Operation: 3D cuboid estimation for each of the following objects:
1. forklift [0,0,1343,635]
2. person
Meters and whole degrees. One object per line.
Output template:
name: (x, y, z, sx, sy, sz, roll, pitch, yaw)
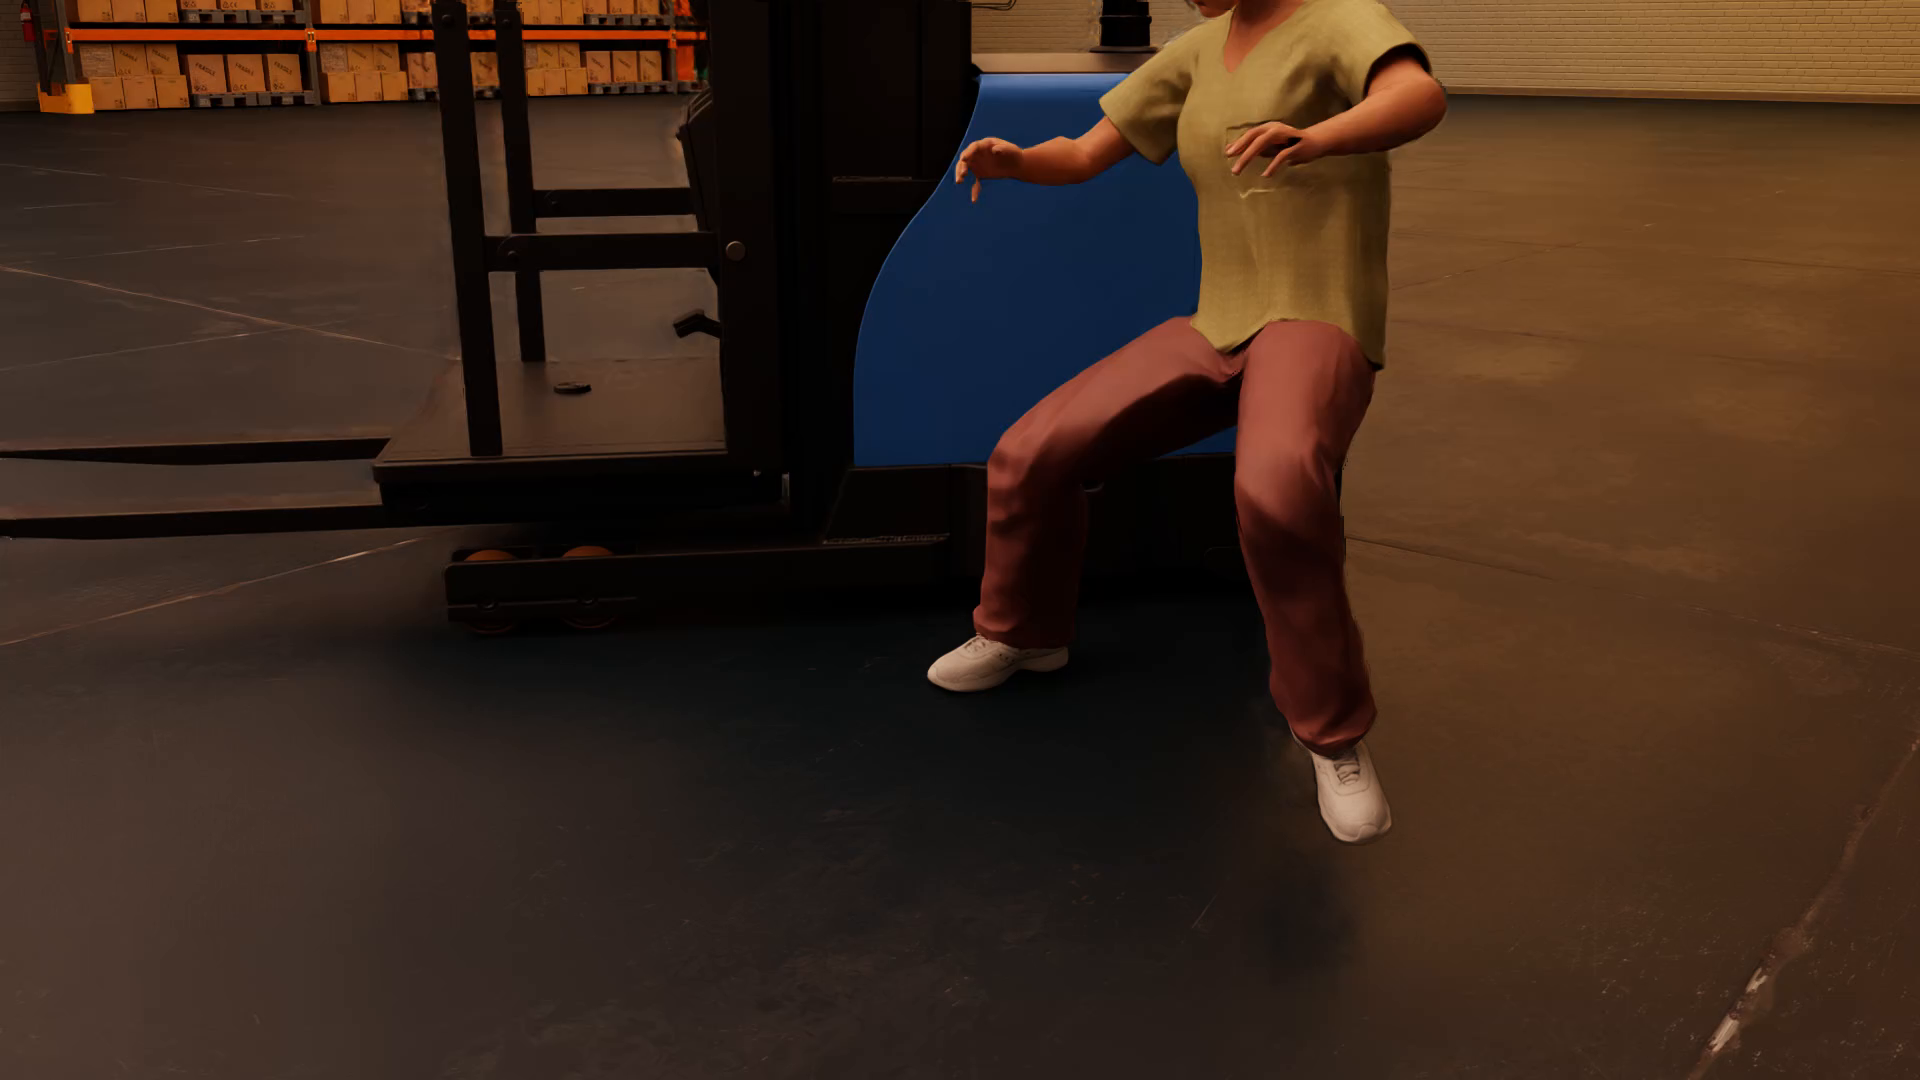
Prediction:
forklift: (-0.737, -1.378, 3.436, 3.031, 2.935, 1.130, -3, 17, -8)
person: (0.343, -0.340, 2.575, 0.661, 1.447, 0.980, -9, 19, -26)
